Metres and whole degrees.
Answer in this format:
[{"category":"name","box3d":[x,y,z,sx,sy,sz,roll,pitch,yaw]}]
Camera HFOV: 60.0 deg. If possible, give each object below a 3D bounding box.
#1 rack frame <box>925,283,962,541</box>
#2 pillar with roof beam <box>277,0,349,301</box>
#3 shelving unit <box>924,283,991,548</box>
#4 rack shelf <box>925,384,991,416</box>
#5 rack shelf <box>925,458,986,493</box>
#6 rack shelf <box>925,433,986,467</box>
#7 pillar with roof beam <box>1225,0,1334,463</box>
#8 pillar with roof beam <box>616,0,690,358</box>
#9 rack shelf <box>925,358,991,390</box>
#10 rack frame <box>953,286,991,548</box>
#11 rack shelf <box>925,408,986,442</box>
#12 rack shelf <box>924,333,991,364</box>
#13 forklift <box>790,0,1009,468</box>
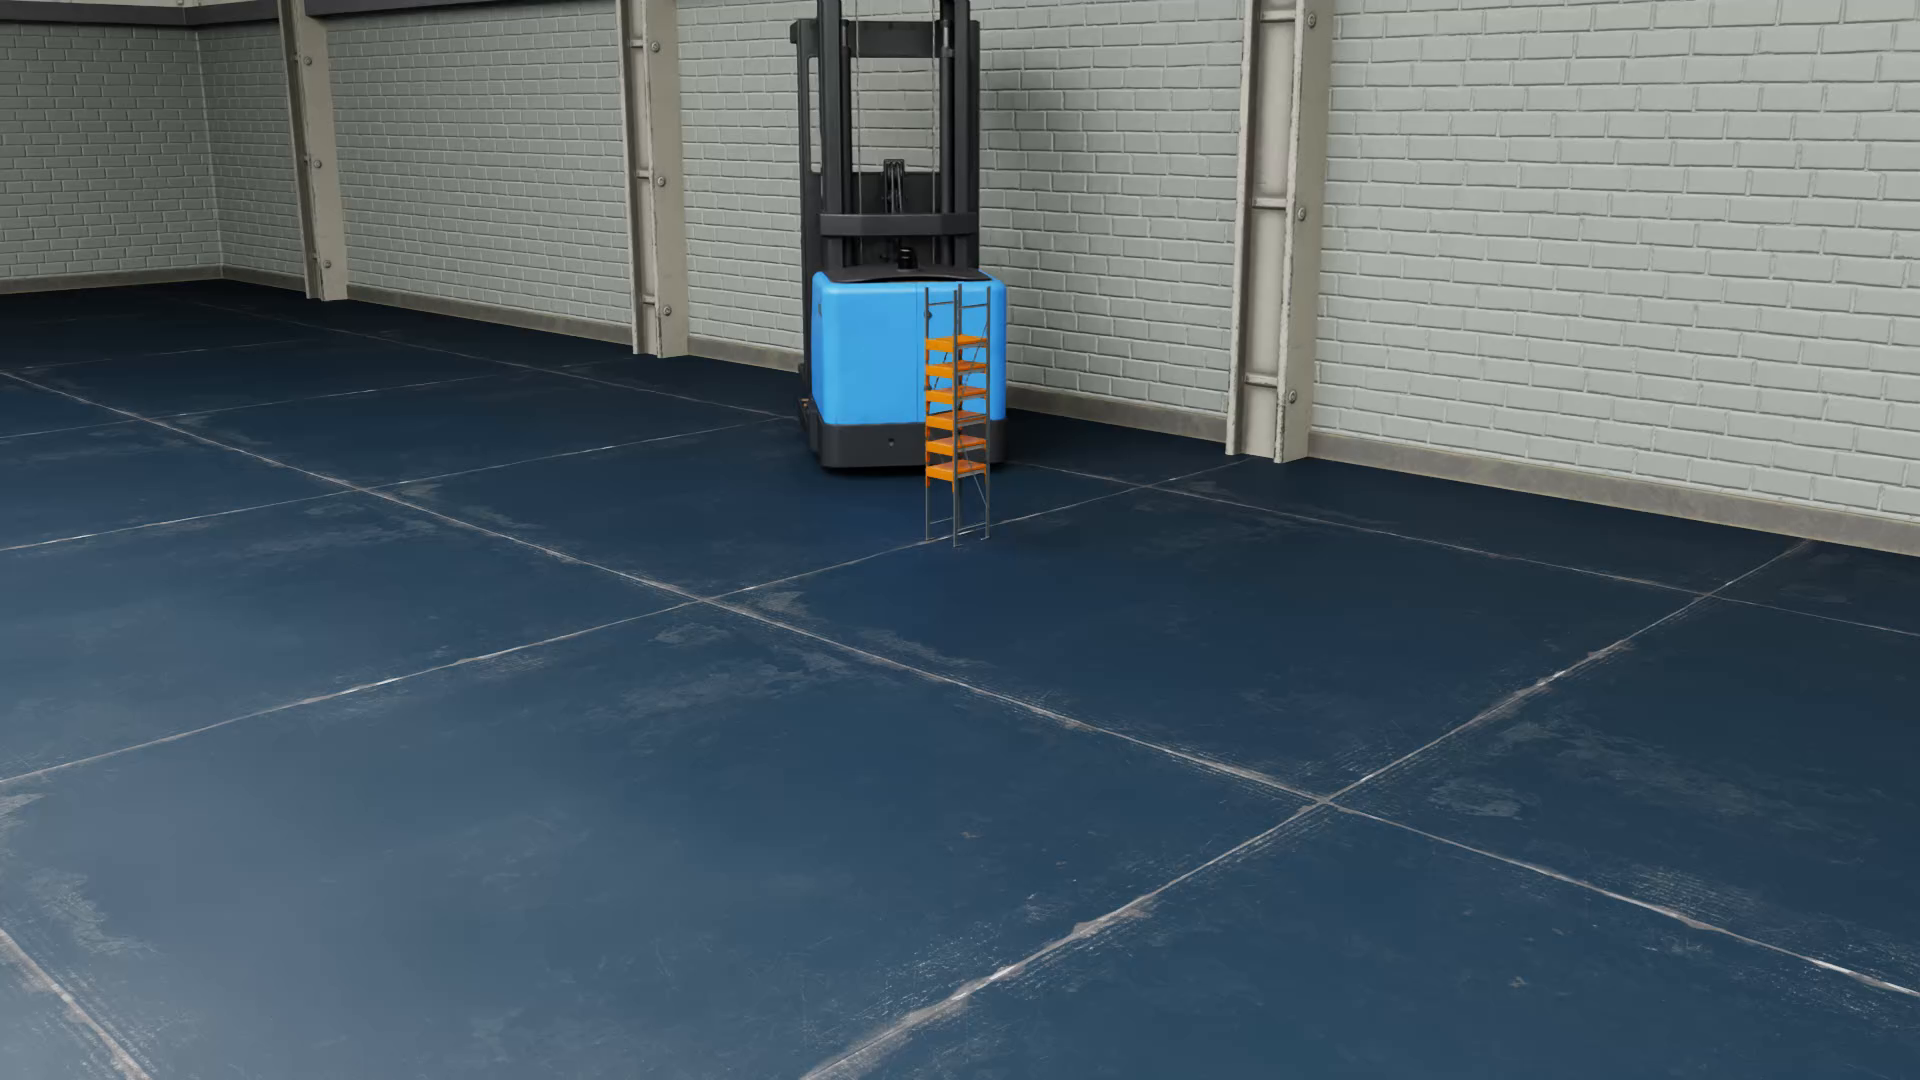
[{"category":"rack frame","box3d":[-0.076,-0.599,7.852,0.006,1.200,0.240,14,20,42]},{"category":"pillar with roof beam","box3d":[-9.800,-6.180,13.803,0.400,9.000,9.100,14,20,42]},{"category":"shelving unit","box3d":[-0.010,-0.583,7.791,0.189,1.200,0.258,14,20,42]},{"category":"rack shelf","box3d":[-0.010,-0.656,7.771,0.180,0.103,0.258,14,20,42]},{"category":"rack shelf","box3d":[-0.010,-0.308,7.862,0.180,0.103,0.258,14,20,42]},{"category":"rack shelf","box3d":[-0.010,-0.424,7.832,0.180,0.103,0.258,14,20,42]},{"category":"pillar with roof beam","box3d":[-1.162,-4.080,5.743,0.400,9.000,9.100,14,20,42]},{"category":"pillar with roof beam","box3d":[-5.481,-5.130,9.773,0.400,9.000,9.100,14,20,42]},{"category":"rack shelf","box3d":[-0.010,-0.772,7.741,0.180,0.103,0.258,14,20,42]},{"category":"rack frame","box3d":[0.055,-0.567,7.729,0.006,1.200,0.240,14,20,42]},{"category":"rack shelf","box3d":[-0.010,-0.540,7.802,0.180,0.103,0.258,14,20,42]},{"category":"rack shelf","box3d":[-0.010,-0.889,7.711,0.180,0.103,0.258,14,20,42]},{"category":"forklift","box3d":[-0.463,-2.139,10.330,1.130,2.935,3.031,-2,15,-9]}]
